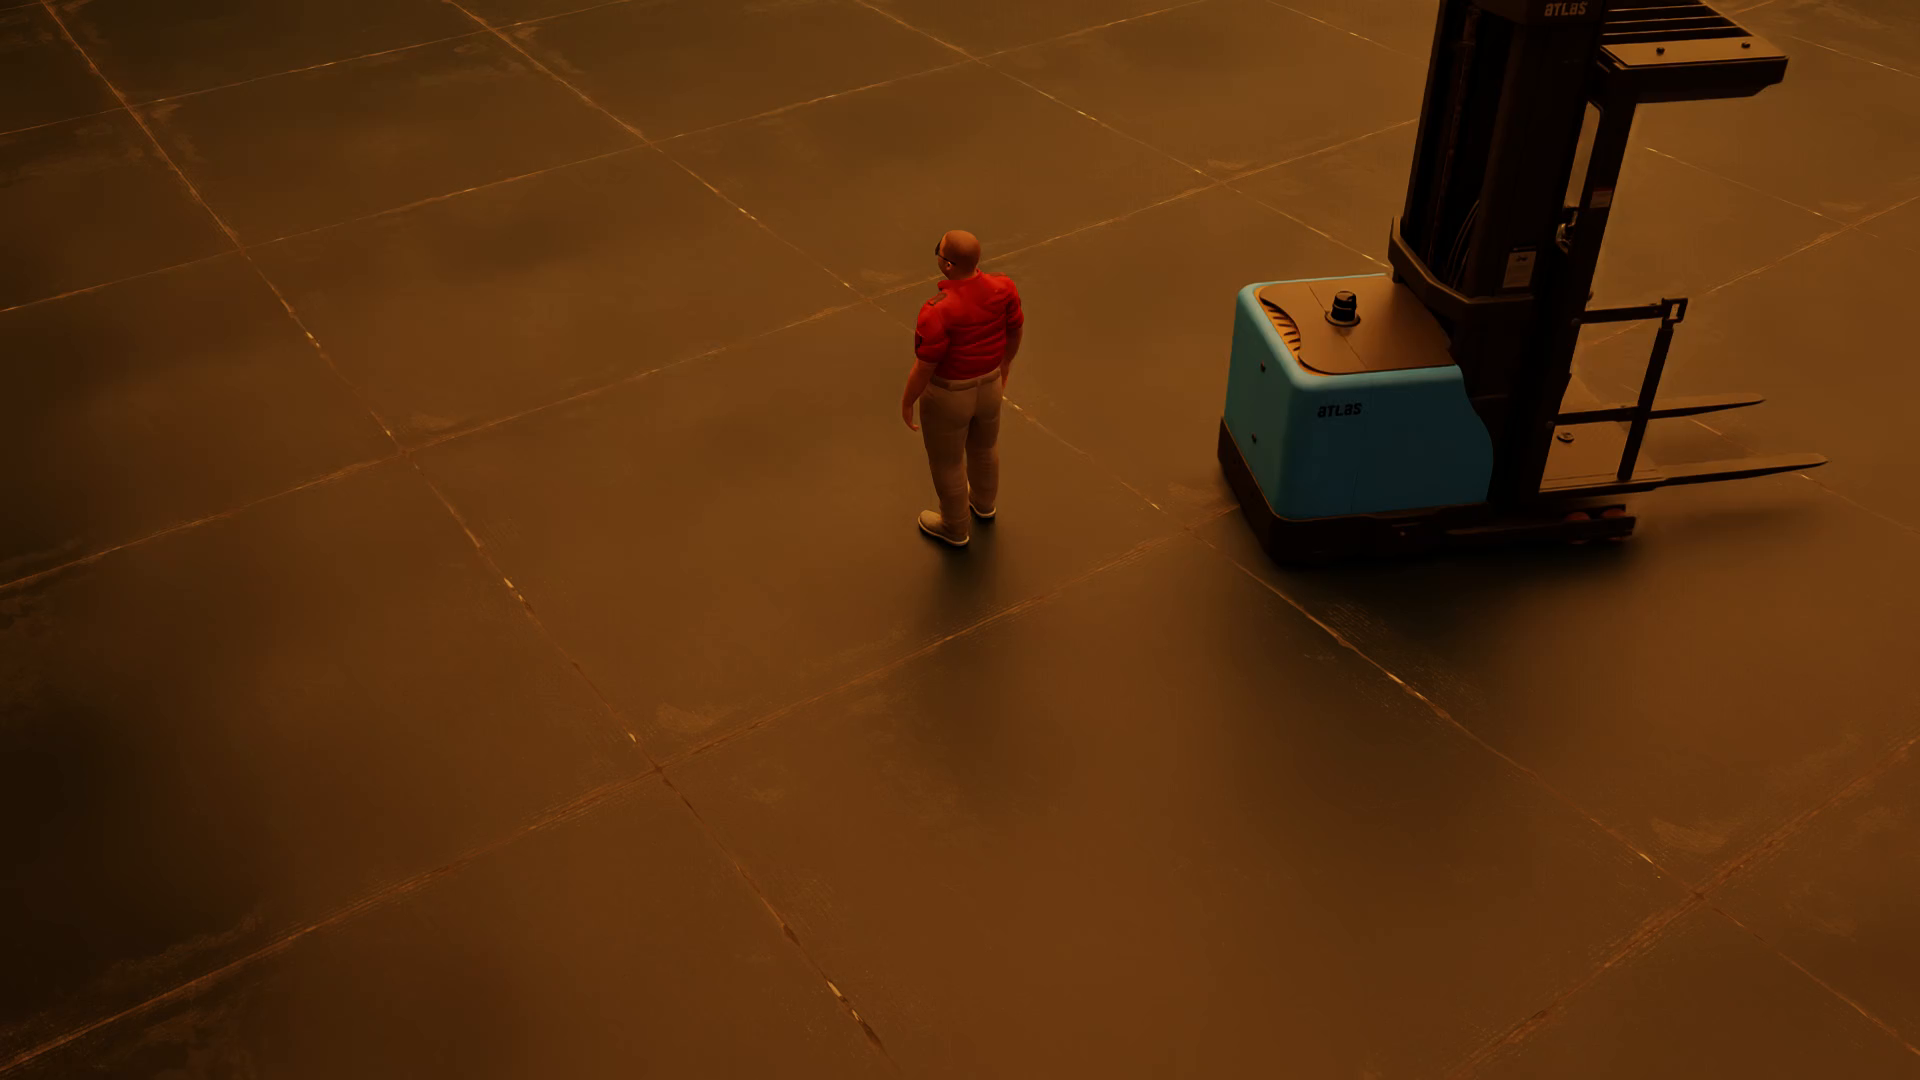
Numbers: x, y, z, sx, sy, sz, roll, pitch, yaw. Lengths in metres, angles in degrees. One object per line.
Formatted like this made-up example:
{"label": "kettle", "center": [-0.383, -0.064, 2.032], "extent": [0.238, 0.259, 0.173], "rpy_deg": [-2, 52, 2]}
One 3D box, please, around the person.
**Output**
{"label": "person", "center": [-0.043, -0.749, 7.955], "extent": [0.641, 1.728, 0.550], "rpy_deg": [-23, 42, -28]}

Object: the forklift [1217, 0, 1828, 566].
{"label": "forklift", "center": [2.940, -1.459, 7.918], "extent": [3.031, 2.935, 1.130], "rpy_deg": [-5, 37, -7]}
